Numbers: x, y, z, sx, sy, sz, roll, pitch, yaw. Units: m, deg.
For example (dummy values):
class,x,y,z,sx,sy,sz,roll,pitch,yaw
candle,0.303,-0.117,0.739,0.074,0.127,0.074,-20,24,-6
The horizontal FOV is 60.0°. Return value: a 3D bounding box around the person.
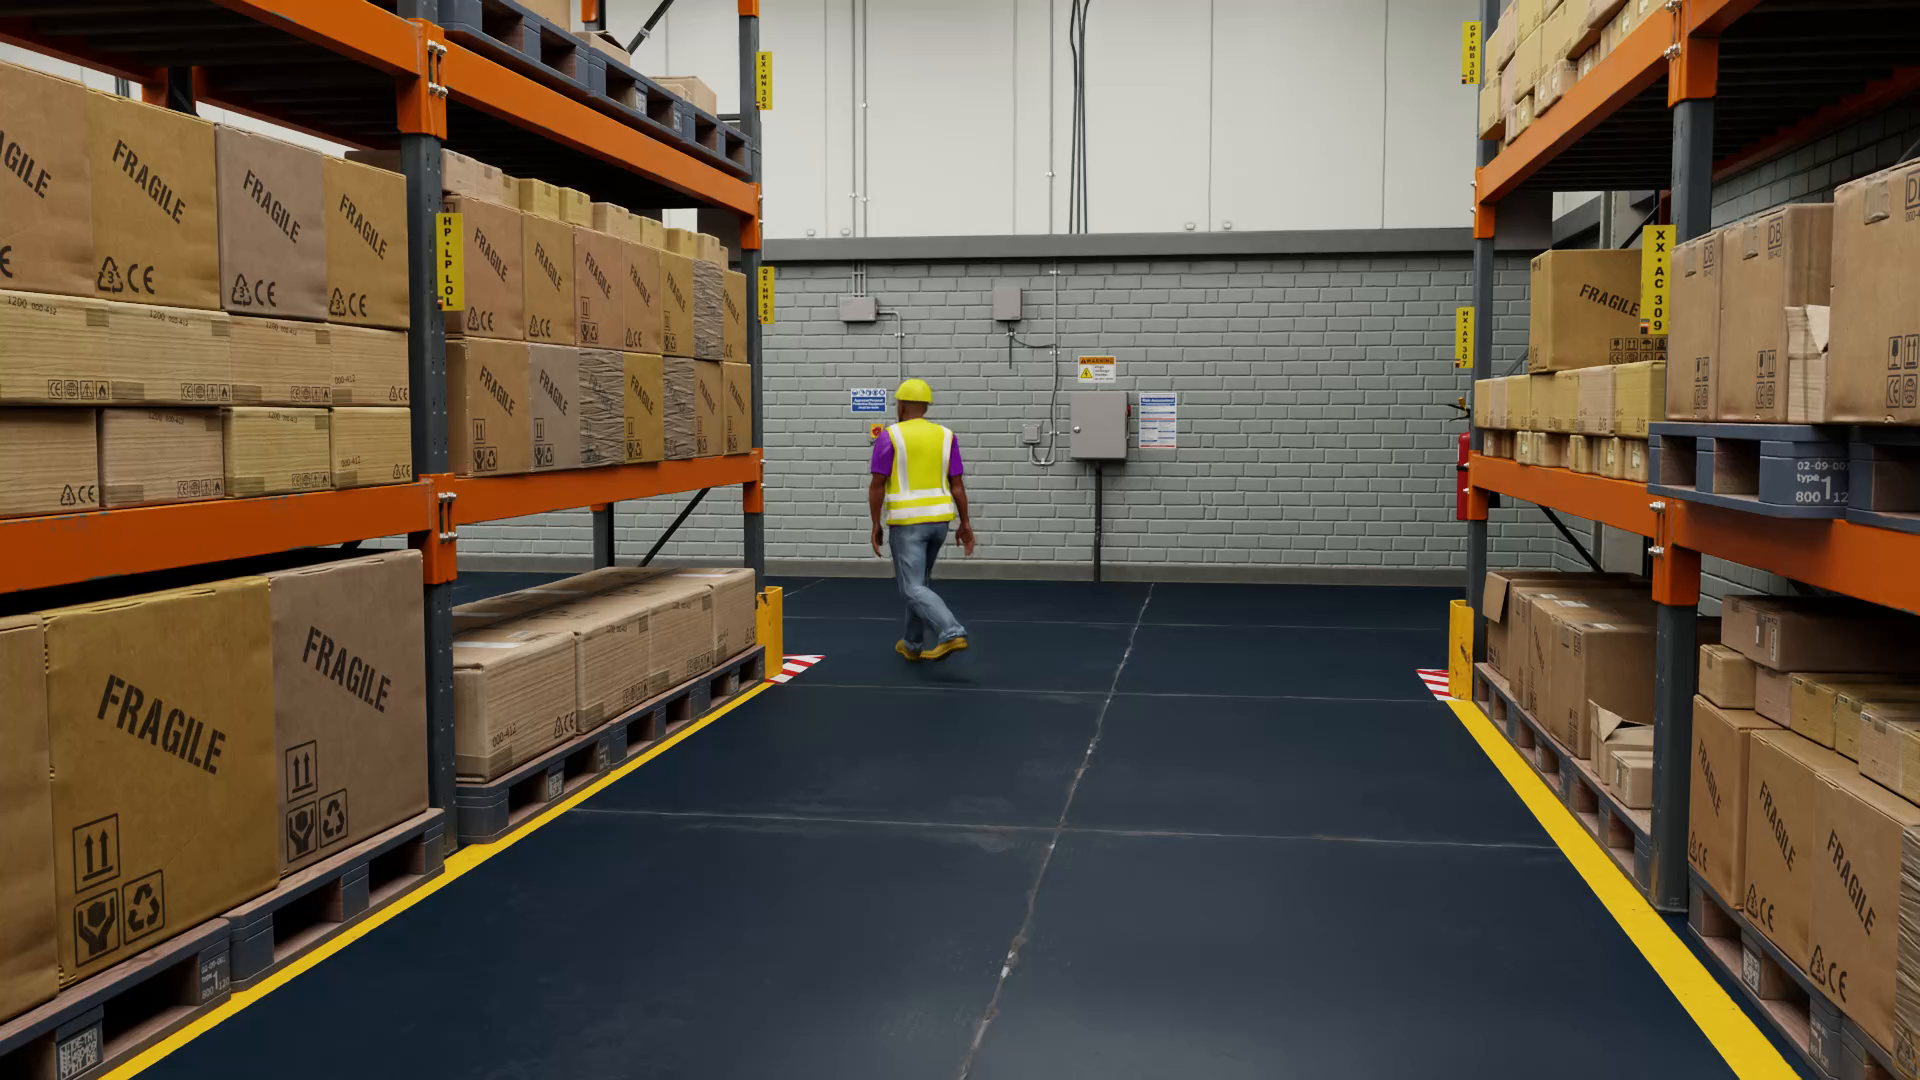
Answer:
class,x,y,z,sx,sy,sz,roll,pitch,yaw
person,-0.225,-0.098,9.905,0.621,1.723,0.967,-3,5,-33
